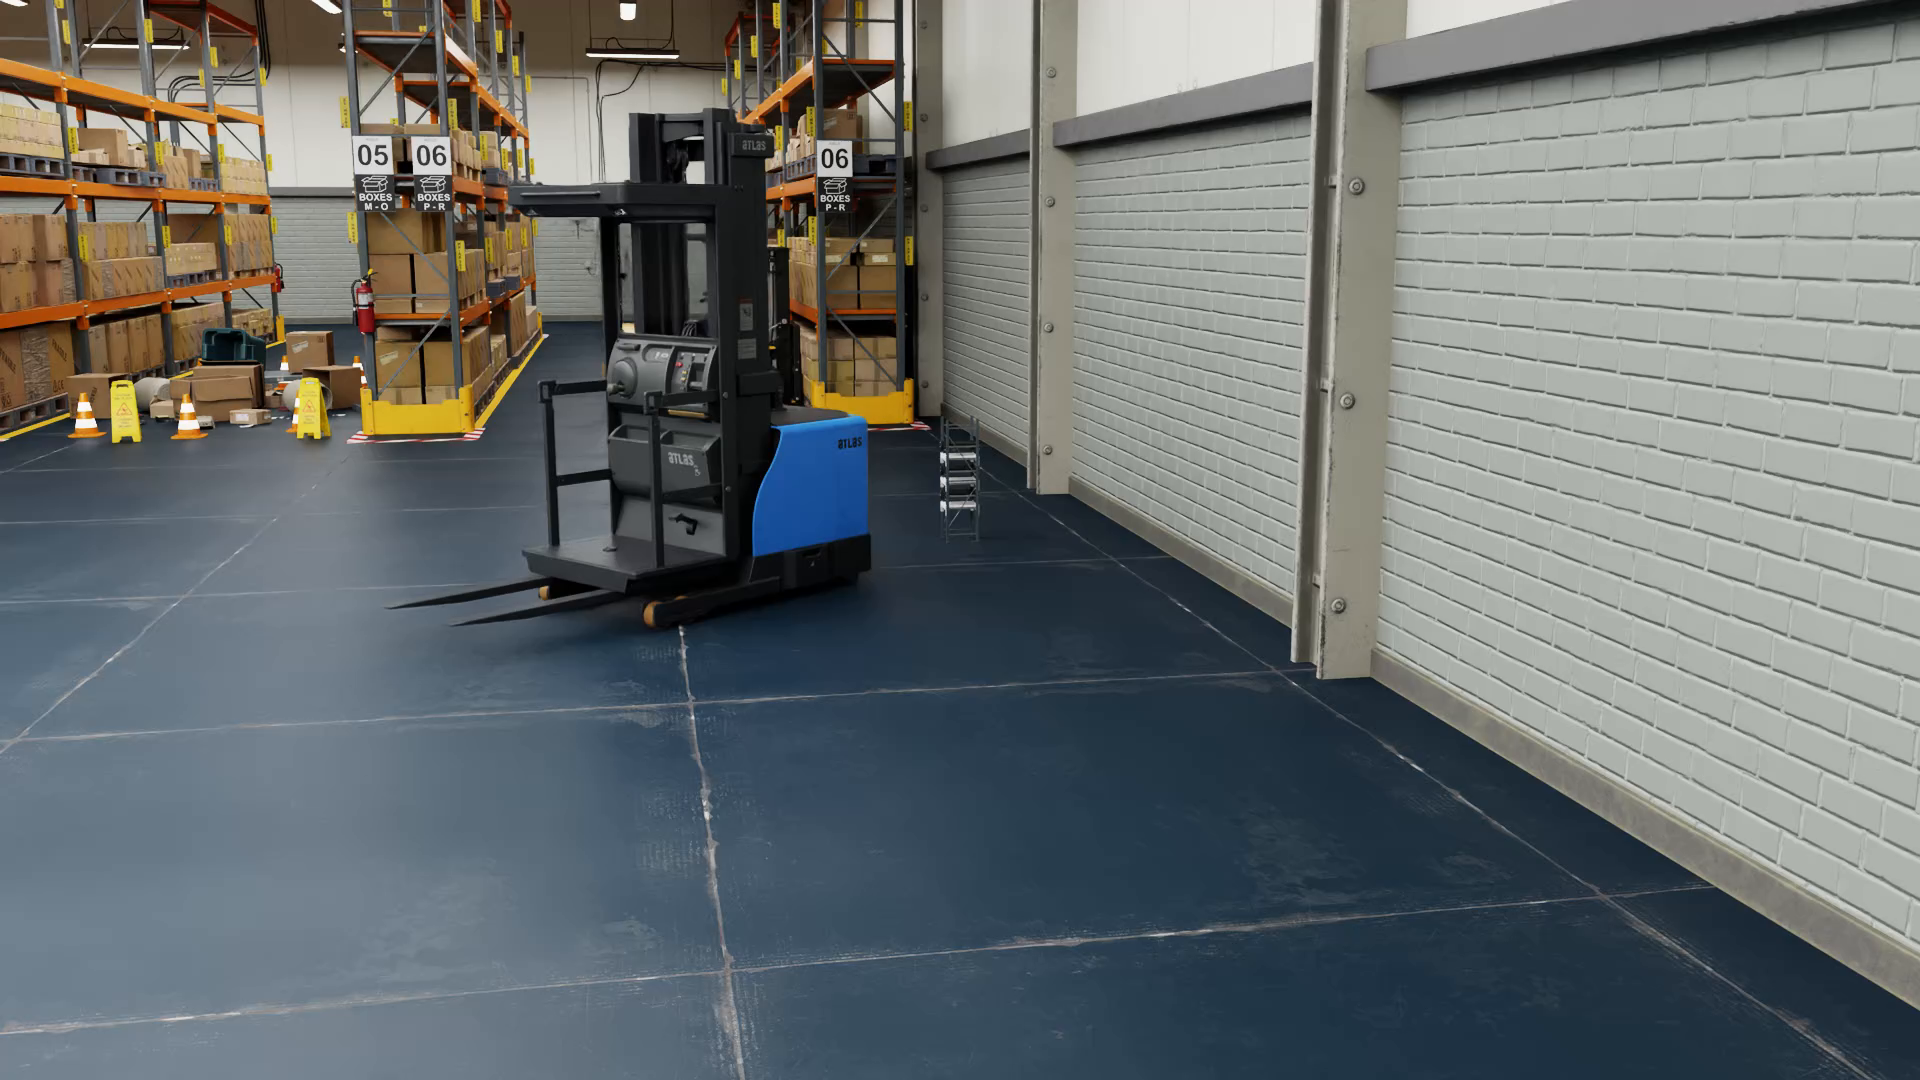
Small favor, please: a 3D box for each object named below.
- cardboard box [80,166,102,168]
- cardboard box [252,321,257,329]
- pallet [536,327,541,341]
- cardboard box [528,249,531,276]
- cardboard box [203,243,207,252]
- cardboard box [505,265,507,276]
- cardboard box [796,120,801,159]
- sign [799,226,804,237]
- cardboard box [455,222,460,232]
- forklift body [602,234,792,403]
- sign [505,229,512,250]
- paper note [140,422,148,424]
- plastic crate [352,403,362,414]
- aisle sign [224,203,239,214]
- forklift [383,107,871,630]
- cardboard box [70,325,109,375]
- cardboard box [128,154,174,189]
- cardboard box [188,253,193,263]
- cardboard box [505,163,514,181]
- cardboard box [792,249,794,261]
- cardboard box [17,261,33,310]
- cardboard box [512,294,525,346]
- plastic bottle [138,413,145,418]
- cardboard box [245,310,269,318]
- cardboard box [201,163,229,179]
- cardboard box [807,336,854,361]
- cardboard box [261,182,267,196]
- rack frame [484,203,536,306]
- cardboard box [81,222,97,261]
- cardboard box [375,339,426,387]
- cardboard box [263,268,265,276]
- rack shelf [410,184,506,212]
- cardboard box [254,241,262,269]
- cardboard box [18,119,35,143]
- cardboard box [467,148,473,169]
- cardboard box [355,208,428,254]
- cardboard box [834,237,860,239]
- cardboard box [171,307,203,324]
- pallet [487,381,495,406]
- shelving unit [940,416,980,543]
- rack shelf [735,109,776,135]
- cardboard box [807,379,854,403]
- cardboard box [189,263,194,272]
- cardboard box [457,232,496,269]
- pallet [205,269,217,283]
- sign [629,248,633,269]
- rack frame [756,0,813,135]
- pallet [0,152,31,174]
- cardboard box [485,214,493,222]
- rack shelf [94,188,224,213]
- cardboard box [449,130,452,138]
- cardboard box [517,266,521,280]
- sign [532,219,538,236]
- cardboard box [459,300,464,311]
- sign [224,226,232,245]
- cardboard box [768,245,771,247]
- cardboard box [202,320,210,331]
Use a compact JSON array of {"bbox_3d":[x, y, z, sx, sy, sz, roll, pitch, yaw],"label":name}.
[{"bbox_3d":[-12.373,-5.356,23.303,0.500,0.250,0.500,-2,11,-9],"label":"cardboard box"},{"bbox_3d":[-13.241,-3.979,30.787,0.380,0.149,0.250,-2,11,-10],"label":"cardboard box"},{"bbox_3d":[-8.884,-4.086,33.098,1.003,0.211,1.213,-2,11,-11],"label":"pallet"},{"bbox_3d":[-8.457,-5.289,31.694,0.500,0.500,0.500,-2,11,-9],"label":"cardboard box"},{"bbox_3d":[-12.803,-4.879,27.766,0.380,0.149,0.250,-2,11,-13],"label":"cardboard box"},{"bbox_3d":[-7.049,-4.072,25.118,0.380,0.149,0.250,-2,11,-11],"label":"cardboard box"},{"bbox_3d":[-1.638,-4.998,20.745,0.797,0.503,0.637,-2,11,-9],"label":"cardboard box"},{"bbox_3d":[-2.926,-5.637,30.691,0.100,0.325,0.005,-2,11,-11],"label":"sign"},{"bbox_3d":[-7.917,-4.758,26.229,0.500,0.500,0.500,-2,11,-13],"label":"cardboard box"},{"bbox_3d":[-3.294,-2.711,20.685,2.313,2.155,1.214,-2,11,-11],"label":"forklift body"},{"bbox_3d":[-7.029,-4.683,25.896,0.100,0.325,0.005,-2,11,-11],"label":"sign"},{"bbox_3d":[-9.471,-1.349,19.205,0.144,0.017,0.142,2,11,9],"label":"paper note"},{"bbox_3d":[-7.281,-1.646,20.633,0.402,0.080,0.583,-6,13,-31],"label":"plastic crate"},{"bbox_3d":[-14.260,-6.680,32.319,0.394,0.787,0.004,-2,11,-11],"label":"aisle sign"},{"bbox_3d":[-1.919,-1.032,9.779,1.130,2.935,3.031,9,14,40],"label":"forklift"},{"bbox_3d":[-11.827,-2.412,21.738,1.050,0.750,0.750,-2,11,-11],"label":"cardboard box"},{"bbox_3d":[-12.246,-5.571,25.152,0.500,0.500,0.500,-2,11,-11],"label":"cardboard box"},{"bbox_3d":[-12.601,-4.544,26.801,0.380,0.149,0.250,-2,11,-9],"label":"cardboard box"},{"bbox_3d":[-7.961,-6.348,28.618,0.500,0.311,0.500,-2,11,-11],"label":"cardboard box"},{"bbox_3d":[-2.005,-3.737,21.807,0.380,0.149,0.250,-2,11,-10],"label":"cardboard box"},{"bbox_3d":[-11.214,-2.909,19.059,0.875,0.550,0.500,-2,11,-11],"label":"cardboard box"},{"bbox_3d":[-7.956,-3.752,28.447,0.875,0.875,0.875,-2,11,-9],"label":"cardboard box"},{"bbox_3d":[-9.872,-1.478,19.798,0.283,0.061,0.133,-6,13,-31],"label":"plastic bottle"},{"bbox_3d":[-13.433,-4.320,31.781,0.380,0.149,0.250,-2,11,-12],"label":"cardboard box"},{"bbox_3d":[-13.032,-6.410,28.891,0.500,0.250,0.500,-2,11,-9],"label":"cardboard box"},{"bbox_3d":[-1.531,-2.266,19.635,0.500,0.250,0.500,-2,11,-9],"label":"cardboard box"},{"bbox_3d":[-13.604,-6.727,31.895,0.500,0.250,0.500,-2,11,-12],"label":"cardboard box"},{"bbox_3d":[-9.116,-5.599,33.593,1.000,3.000,0.127,-2,11,-11],"label":"rack frame"},{"bbox_3d":[-11.822,-3.925,21.856,0.700,0.500,0.500,-2,11,-12],"label":"cardboard box"},{"bbox_3d":[-6.416,-2.026,19.045,0.500,0.500,0.500,-2,11,-11],"label":"cardboard box"},{"bbox_3d":[-13.536,-5.135,31.827,0.380,0.149,0.250,-2,11,-12],"label":"cardboard box"},{"bbox_3d":[-7.171,-4.885,23.743,1.077,0.370,4.000,-2,11,-11],"label":"rack shelf"},{"bbox_3d":[-13.409,-5.336,31.145,0.500,0.500,0.500,-2,11,-11],"label":"cardboard box"},{"bbox_3d":[-11.077,-4.736,19.249,0.500,0.250,0.500,-2,11,-12],"label":"cardboard box"},{"bbox_3d":[-6.248,-4.687,20.380,0.500,0.250,0.500,-2,11,-12],"label":"cardboard box"},{"bbox_3d":[-6.318,-3.437,18.495,0.700,0.500,0.500,-2,11,-12],"label":"cardboard box"},{"bbox_3d":[-1.483,-3.950,22.131,0.380,0.149,0.250,-2,11,-12],"label":"cardboard box"},{"bbox_3d":[-12.475,-3.600,26.644,0.500,0.250,0.500,-2,11,-11],"label":"cardboard box"},{"bbox_3d":[-6.617,-1.907,21.650,1.003,0.211,1.213,-2,11,-11],"label":"pallet"},{"bbox_3d":[-0.002,-0.444,12.120,0.258,0.900,0.210,-2,11,-11],"label":"shelving unit"},{"bbox_3d":[-3.859,-8.006,32.124,1.077,0.370,4.000,-2,11,-11],"label":"rack shelf"},{"bbox_3d":[-1.537,-1.776,19.737,0.500,0.250,0.500,-2,11,-11],"label":"cardboard box"},{"bbox_3d":[-12.594,-4.397,26.823,0.380,0.149,0.250,-2,11,-13],"label":"cardboard box"},{"bbox_3d":[-6.690,-3.988,22.942,0.500,0.500,0.500,-2,11,-11],"label":"cardboard box"},{"bbox_3d":[-13.168,-4.427,27.949,1.003,0.211,1.213,-2,11,-11],"label":"pallet"},{"bbox_3d":[-7.702,-6.692,39.585,0.329,0.494,0.001,-2,11,-11],"label":"sign"},{"bbox_3d":[-2.692,-7.260,26.275,1.000,3.000,0.127,-2,11,-11],"label":"rack frame"},{"bbox_3d":[-11.235,-4.256,18.751,1.003,0.211,1.213,-2,11,-11],"label":"pallet"},{"bbox_3d":[-8.655,-5.822,30.086,0.380,0.149,0.250,-2,11,-10],"label":"cardboard box"},{"bbox_3d":[-12.785,-5.420,26.555,1.077,0.370,4.000,-2,11,-11],"label":"rack shelf"},{"bbox_3d":[-5.926,-4.573,18.717,0.380,0.149,0.250,-2,11,-11],"label":"cardboard box"},{"bbox_3d":[-7.905,-4.625,28.877,0.500,0.250,0.500,-2,11,-12],"label":"cardboard box"},{"bbox_3d":[-8.581,-6.302,33.553,0.100,0.325,0.005,-2,11,-11],"label":"sign"},{"bbox_3d":[-5.902,-2.709,19.077,0.380,0.149,0.250,-2,11,-13],"label":"cardboard box"},{"bbox_3d":[-12.630,-5.257,28.696,0.100,0.325,0.005,-2,11,-11],"label":"sign"},{"bbox_3d":[-2.790,-4.517,25.903,0.380,0.149,0.250,-2,11,-9],"label":"cardboard box"},{"bbox_3d":[-12.588,-3.331,27.235,0.500,0.500,0.500,-2,11,-12],"label":"cardboard box"}]
